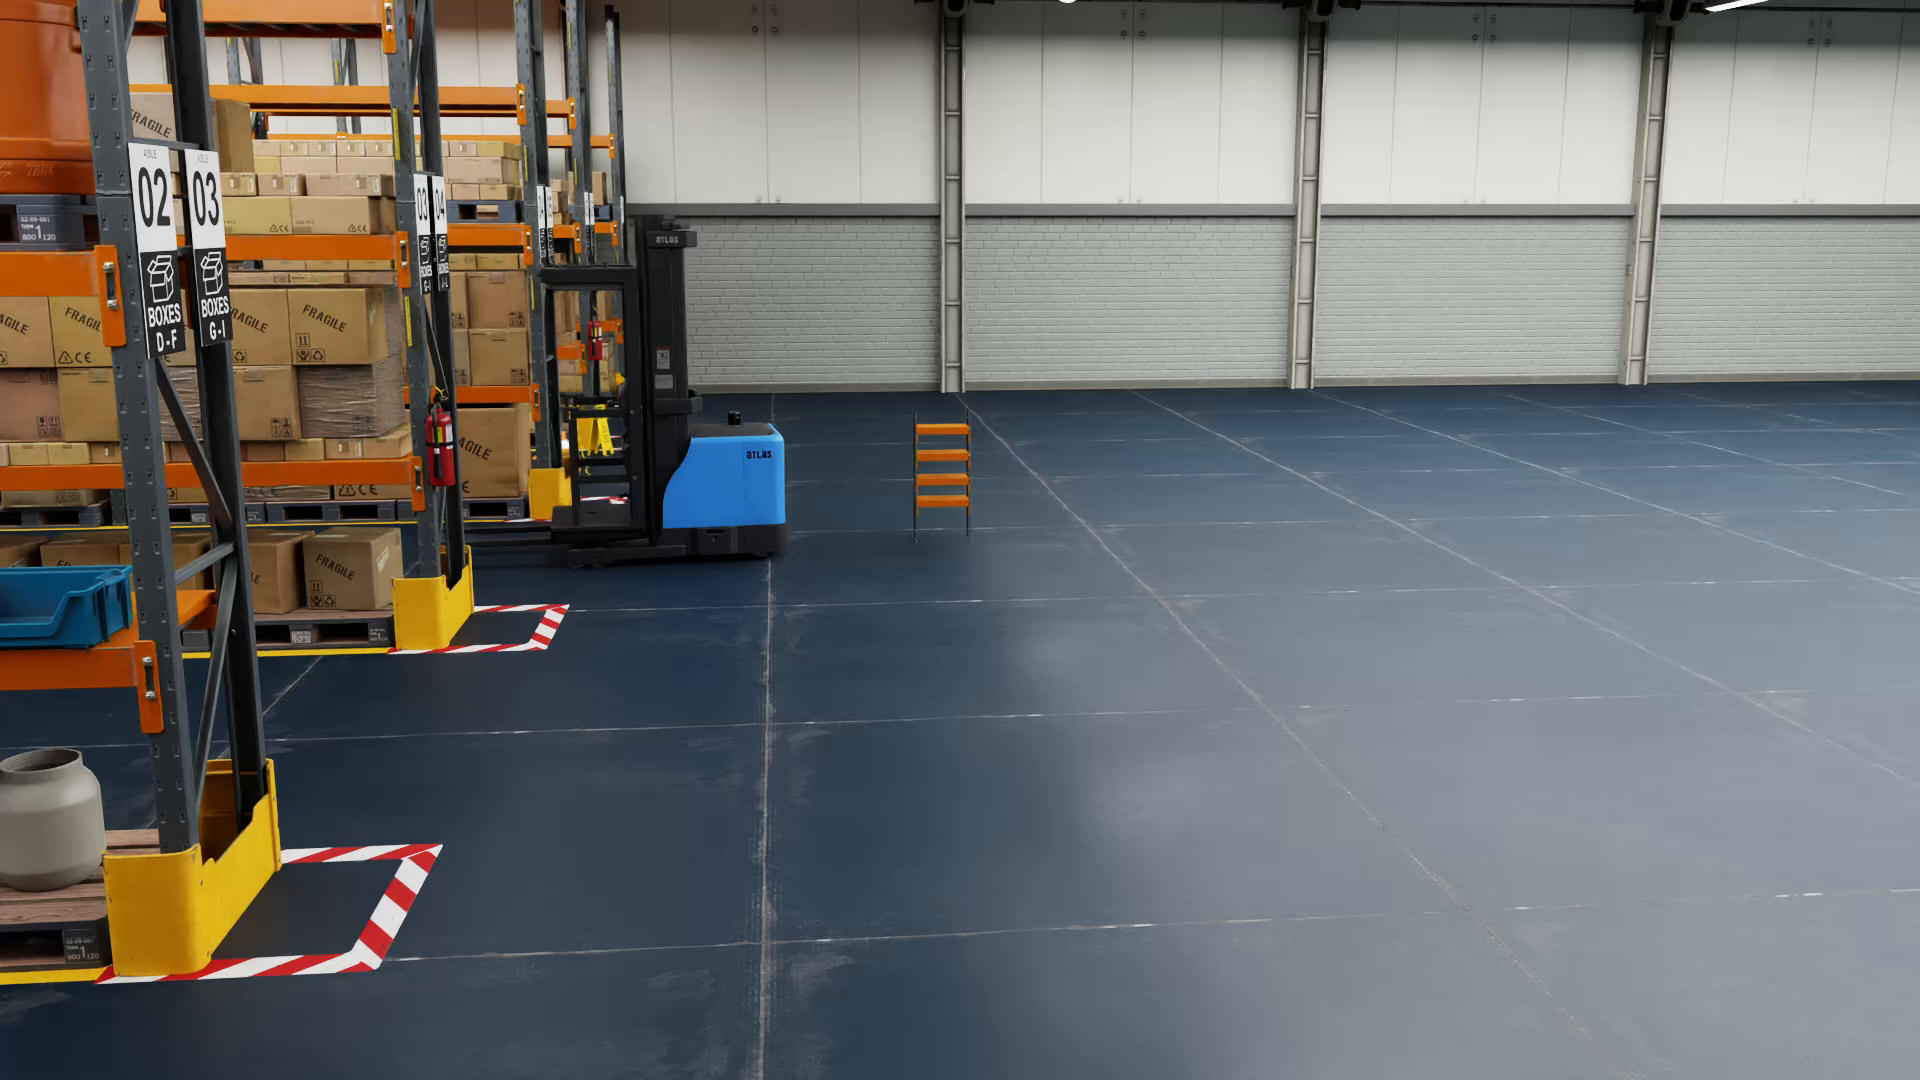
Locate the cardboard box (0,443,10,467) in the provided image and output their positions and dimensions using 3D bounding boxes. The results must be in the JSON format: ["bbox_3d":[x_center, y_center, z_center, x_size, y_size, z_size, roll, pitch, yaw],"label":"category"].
[{"bbox_3d":[-6.428,-0.589,11.120,0.250,0.149,0.380,-1,11,-6],"label":"cardboard box"}]

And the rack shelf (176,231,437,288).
[{"bbox_3d":[-5.682,-1.908,11.269,4.000,0.370,1.077,-1,11,-6],"label":"rack shelf"}]

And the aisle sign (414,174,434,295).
[{"bbox_3d":[-3.599,-2.050,11.164,0.004,0.787,0.394,-1,11,-6],"label":"aisle sign"}]

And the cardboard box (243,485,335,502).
[{"bbox_3d":[-6.576,-0.884,16.388,0.875,0.875,0.875,-1,11,-6],"label":"cardboard box"}]

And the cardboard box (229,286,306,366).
[{"bbox_3d":[-4.710,-1.446,11.208,0.500,0.500,0.500,-1,11,-6],"label":"cardboard box"}]

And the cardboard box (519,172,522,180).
[{"bbox_3d":[-6.746,-5.401,25.565,0.500,0.500,0.700,-1,11,-6],"label":"cardboard box"}]

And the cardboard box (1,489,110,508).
[{"bbox_3d":[-8.712,-0.773,16.149,0.750,0.750,1.050,-1,11,-6],"label":"cardboard box"}]

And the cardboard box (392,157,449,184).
[{"bbox_3d":[-5.082,-3.510,15.820,0.500,0.250,0.500,-1,11,-6],"label":"cardboard box"}]

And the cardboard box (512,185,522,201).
[{"bbox_3d":[-4.504,-3.442,16.511,0.250,0.149,0.380,-1,11,-6],"label":"cardboard box"}]

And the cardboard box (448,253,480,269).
[{"bbox_3d":[-6.248,-3.325,20.765,0.500,0.500,0.700,-1,11,-7],"label":"cardboard box"}]

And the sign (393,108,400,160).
[{"bbox_3d":[-3.653,-2.630,10.783,0.005,0.325,0.100,-1,11,-6],"label":"sign"}]

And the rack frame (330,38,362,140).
[{"bbox_3d":[-9.280,-6.544,25.207,0.127,3.000,1.000,-1,11,-6],"label":"rack frame"}]

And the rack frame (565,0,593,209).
[{"bbox_3d":[-4.763,-5.675,20.789,0.127,3.000,1.000,-1,11,-6],"label":"rack frame"}]

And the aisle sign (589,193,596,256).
[{"bbox_3d":[-4.735,-4.068,21.426,0.004,0.787,0.394,-1,11,-6],"label":"aisle sign"}]

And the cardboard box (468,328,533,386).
[{"bbox_3d":[-4.492,-1.841,16.452,0.550,0.550,0.875,-1,11,-6],"label":"cardboard box"}]

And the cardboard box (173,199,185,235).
[{"bbox_3d":[-5.152,-2.150,11.025,0.500,0.250,0.500,-1,11,-5],"label":"cardboard box"}]

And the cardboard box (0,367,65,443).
[{"bbox_3d":[-6.229,-0.974,11.396,0.500,0.500,0.875,-1,11,-6],"label":"cardboard box"}]

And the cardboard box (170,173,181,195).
[{"bbox_3d":[-5.230,-2.334,10.923,0.250,0.149,0.380,-2,11,-9],"label":"cardboard box"}]

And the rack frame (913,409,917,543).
[{"bbox_3d":[-0.407,-0.580,15.091,0.015,1.200,0.240,-1,11,-6],"label":"rack frame"}]

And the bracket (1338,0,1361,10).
[{"bbox_3d":[6.288,-8.742,27.058,0.430,0.232,0.235,-1,11,-6],"label":"bracket"}]

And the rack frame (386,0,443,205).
[{"bbox_3d":[-3.693,-3.775,11.122,0.127,3.000,1.000,-1,11,-6],"label":"rack frame"}]

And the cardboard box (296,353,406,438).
[{"bbox_3d":[-4.243,-1.020,11.631,0.500,0.500,0.875,-1,11,-6],"label":"cardboard box"}]

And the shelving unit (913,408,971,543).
[{"bbox_3d":[-0.165,-0.585,15.117,0.503,1.200,0.258,-1,11,-6],"label":"shelving unit"}]

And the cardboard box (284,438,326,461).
[{"bbox_3d":[-4.446,-0.642,11.391,0.250,0.149,0.380,-1,11,-6],"label":"cardboard box"}]

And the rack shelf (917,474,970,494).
[{"bbox_3d":[-0.165,-0.519,15.130,0.480,0.148,0.258,-1,11,-6],"label":"rack shelf"}]

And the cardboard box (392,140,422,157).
[{"bbox_3d":[-5.187,-3.691,15.710,0.250,0.149,0.380,-1,11,-5],"label":"cardboard box"}]

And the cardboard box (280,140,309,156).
[{"bbox_3d":[-6.194,-3.670,15.602,0.250,0.149,0.380,-1,11,-6],"label":"cardboard box"}]

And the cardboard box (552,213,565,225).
[{"bbox_3d":[-5.088,-4.019,20.792,0.250,0.149,0.380,-1,11,-6],"label":"cardboard box"}]

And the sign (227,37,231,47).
[{"bbox_3d":[-8.674,-6.022,19.719,0.005,0.325,0.100,-1,11,-6],"label":"sign"}]

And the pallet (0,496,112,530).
[{"bbox_3d":[-8.864,-0.302,16.240,1.213,0.211,1.003,-1,11,-6],"label":"pallet"}]

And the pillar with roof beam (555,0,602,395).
[{"bbox_3d":[-5.628,-5.960,22.237,0.548,9.000,9.100,-1,11,-6],"label":"pillar with roof beam"}]

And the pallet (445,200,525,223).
[{"bbox_3d":[-4.865,-3.195,16.181,1.213,0.211,1.003,-1,11,-6],"label":"pallet"}]

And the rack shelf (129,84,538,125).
[{"bbox_3d":[-6.117,-4.137,15.867,4.000,0.370,1.077,-1,11,-6],"label":"rack shelf"}]

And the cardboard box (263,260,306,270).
[{"bbox_3d":[-8.279,-3.301,20.645,0.500,0.500,0.700,-1,11,-7],"label":"cardboard box"}]

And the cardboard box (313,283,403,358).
[{"bbox_3d":[-4.269,-1.557,11.774,0.500,0.500,0.500,-1,11,-6],"label":"cardboard box"}]

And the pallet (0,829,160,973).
[{"bbox_3d":[-4.037,1.514,7.004,1.213,0.211,1.003,-1,11,-6],"label":"pallet"}]

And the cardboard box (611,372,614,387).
[{"bbox_3d":[-5.813,-2.567,26.573,0.500,0.250,0.500,-1,11,-6],"label":"cardboard box"}]

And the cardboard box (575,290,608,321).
[{"bbox_3d":[-5.764,-3.672,25.892,0.500,0.500,0.500,-1,11,-7],"label":"cardboard box"}]

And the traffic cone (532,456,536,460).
[{"bbox_3d":[-5.052,-1.230,20.309,0.334,0.463,0.336,-1,11,-6],"label":"traffic cone"}]

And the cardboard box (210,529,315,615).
[{"bbox_3d":[-4.906,0.218,11.755,0.500,0.500,0.500,2,11,9],"label":"cardboard box"}]

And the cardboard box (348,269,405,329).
[{"bbox_3d":[-5.610,-2.373,16.355,0.550,0.550,0.875,-1,11,-6],"label":"cardboard box"}]

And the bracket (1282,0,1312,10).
[{"bbox_3d":[5.463,-8.725,26.970,0.430,0.232,0.235,-1,11,-6],"label":"bracket"}]

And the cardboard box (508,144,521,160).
[{"bbox_3d":[-4.495,-3.833,16.433,0.250,0.149,0.380,-1,11,-5],"label":"cardboard box"}]

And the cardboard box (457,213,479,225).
[{"bbox_3d":[-6.101,-4.002,20.704,0.250,0.149,0.380,-1,11,-7],"label":"cardboard box"}]

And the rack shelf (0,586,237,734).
[{"bbox_3d":[-5.147,0.513,6.727,4.000,0.370,1.077,-1,11,-6],"label":"rack shelf"}]

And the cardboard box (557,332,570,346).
[{"bbox_3d":[-5.112,-2.559,21.144,0.250,0.149,0.380,-1,11,-4],"label":"cardboard box"}]

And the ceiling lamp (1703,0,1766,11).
[{"bbox_3d":[11.347,-9.093,23.044,0.800,3.185,2.000,-1,11,-6],"label":"ceiling lamp"}]

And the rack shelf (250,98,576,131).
[{"bbox_3d":[-6.752,-5.279,20.647,4.000,0.370,1.077,-1,11,-6],"label":"rack shelf"}]

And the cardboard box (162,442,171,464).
[{"bbox_3d":[-5.434,-0.611,11.232,0.250,0.149,0.380,-1,11,-6],"label":"cardboard box"}]

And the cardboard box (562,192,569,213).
[{"bbox_3d":[-5.292,-4.316,21.271,0.500,0.250,0.500,-1,11,-7],"label":"cardboard box"}]

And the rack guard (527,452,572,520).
[{"bbox_3d":[-4.105,-0.558,16.794,0.348,0.500,1.175,-1,11,-6],"label":"rack guard"}]

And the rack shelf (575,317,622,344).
[{"bbox_3d":[-7.292,-3.289,26.067,4.000,0.370,1.077,-1,11,-6],"label":"rack shelf"}]

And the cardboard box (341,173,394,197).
[{"bbox_3d":[-3.936,-2.359,11.054,0.250,0.149,0.380,-1,11,-6],"label":"cardboard box"}]

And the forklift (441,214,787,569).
[{"bbox_3d":[-3.075,-1.309,14.309,3.031,2.935,1.130,-2,11,-12],"label":"forklift"}]

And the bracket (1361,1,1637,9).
[{"bbox_3d":[8.866,-8.796,27.333,4.783,0.066,0.076,-1,11,-6],"label":"bracket"}]
